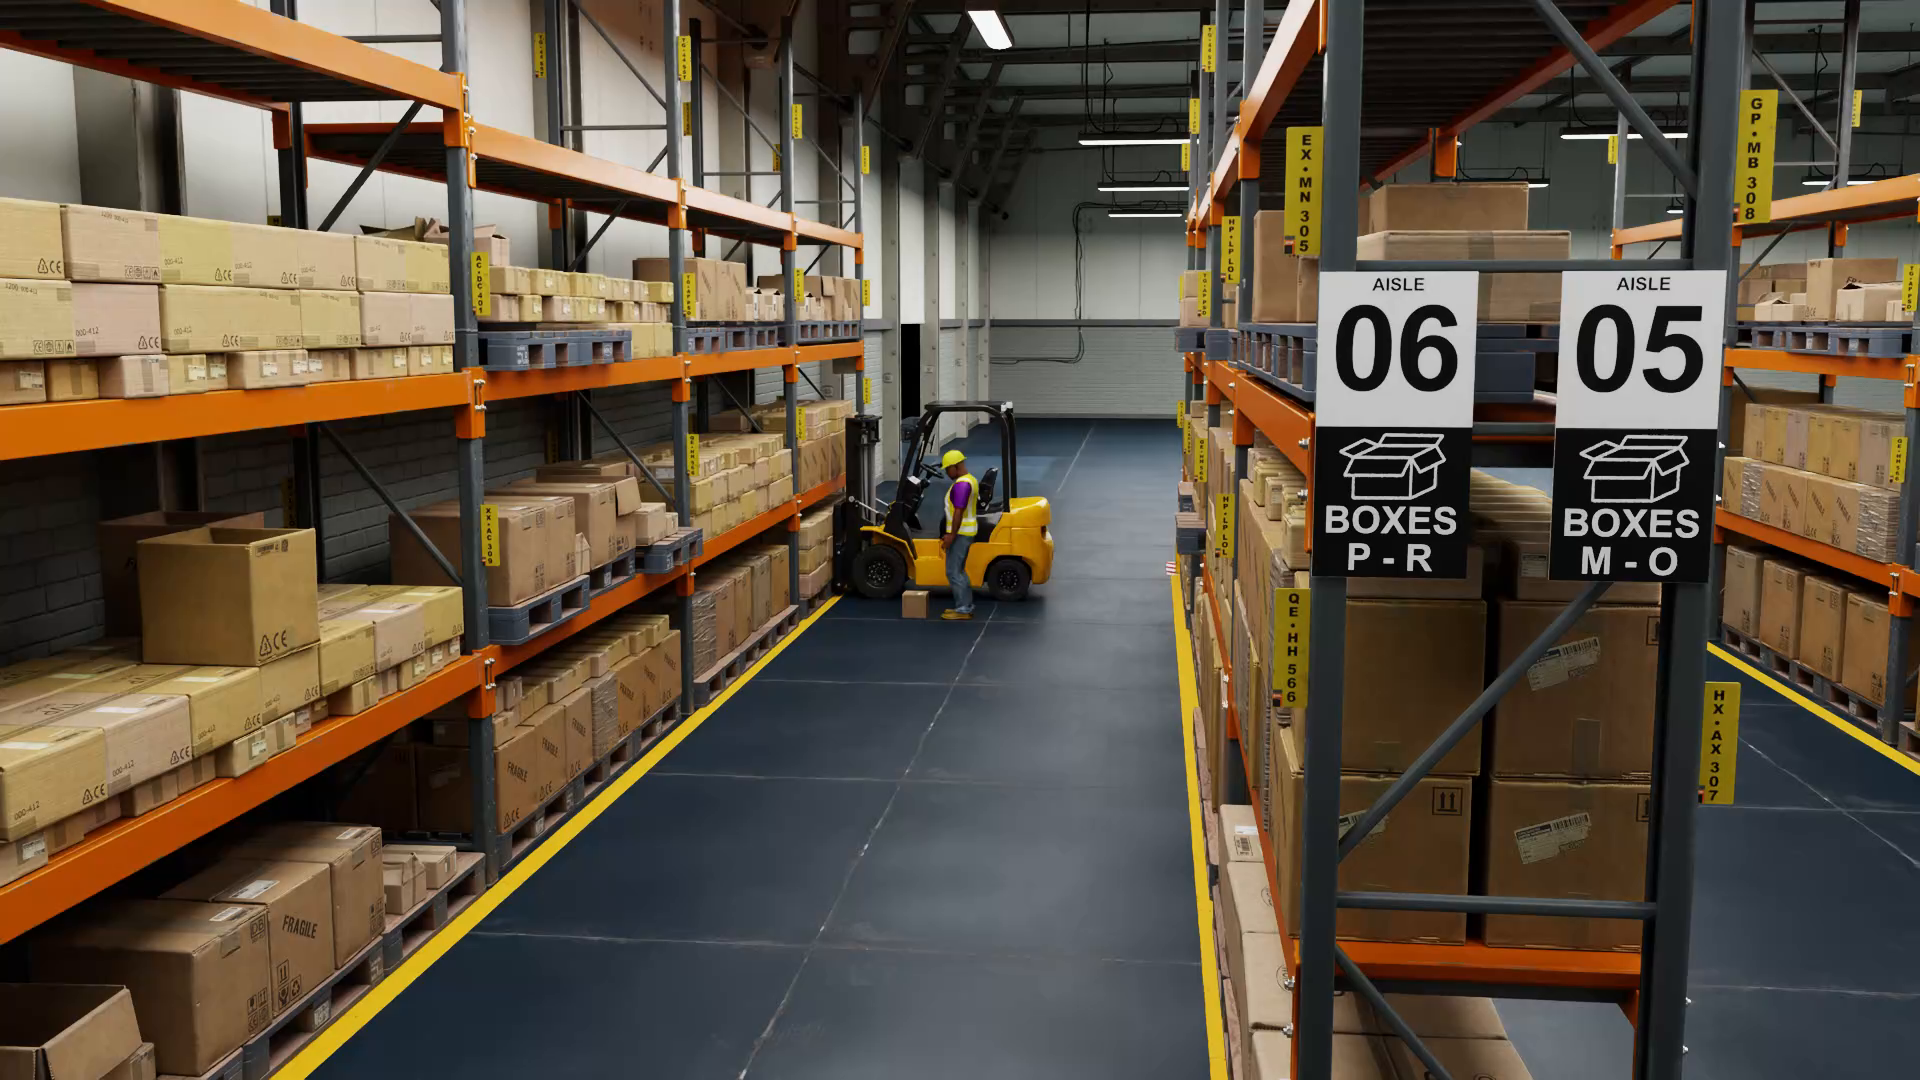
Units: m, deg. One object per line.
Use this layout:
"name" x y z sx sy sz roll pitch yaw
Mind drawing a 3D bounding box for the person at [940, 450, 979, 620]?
"person" -0.016 -0.057 17.199 0.390 1.747 0.575 1 8 7
